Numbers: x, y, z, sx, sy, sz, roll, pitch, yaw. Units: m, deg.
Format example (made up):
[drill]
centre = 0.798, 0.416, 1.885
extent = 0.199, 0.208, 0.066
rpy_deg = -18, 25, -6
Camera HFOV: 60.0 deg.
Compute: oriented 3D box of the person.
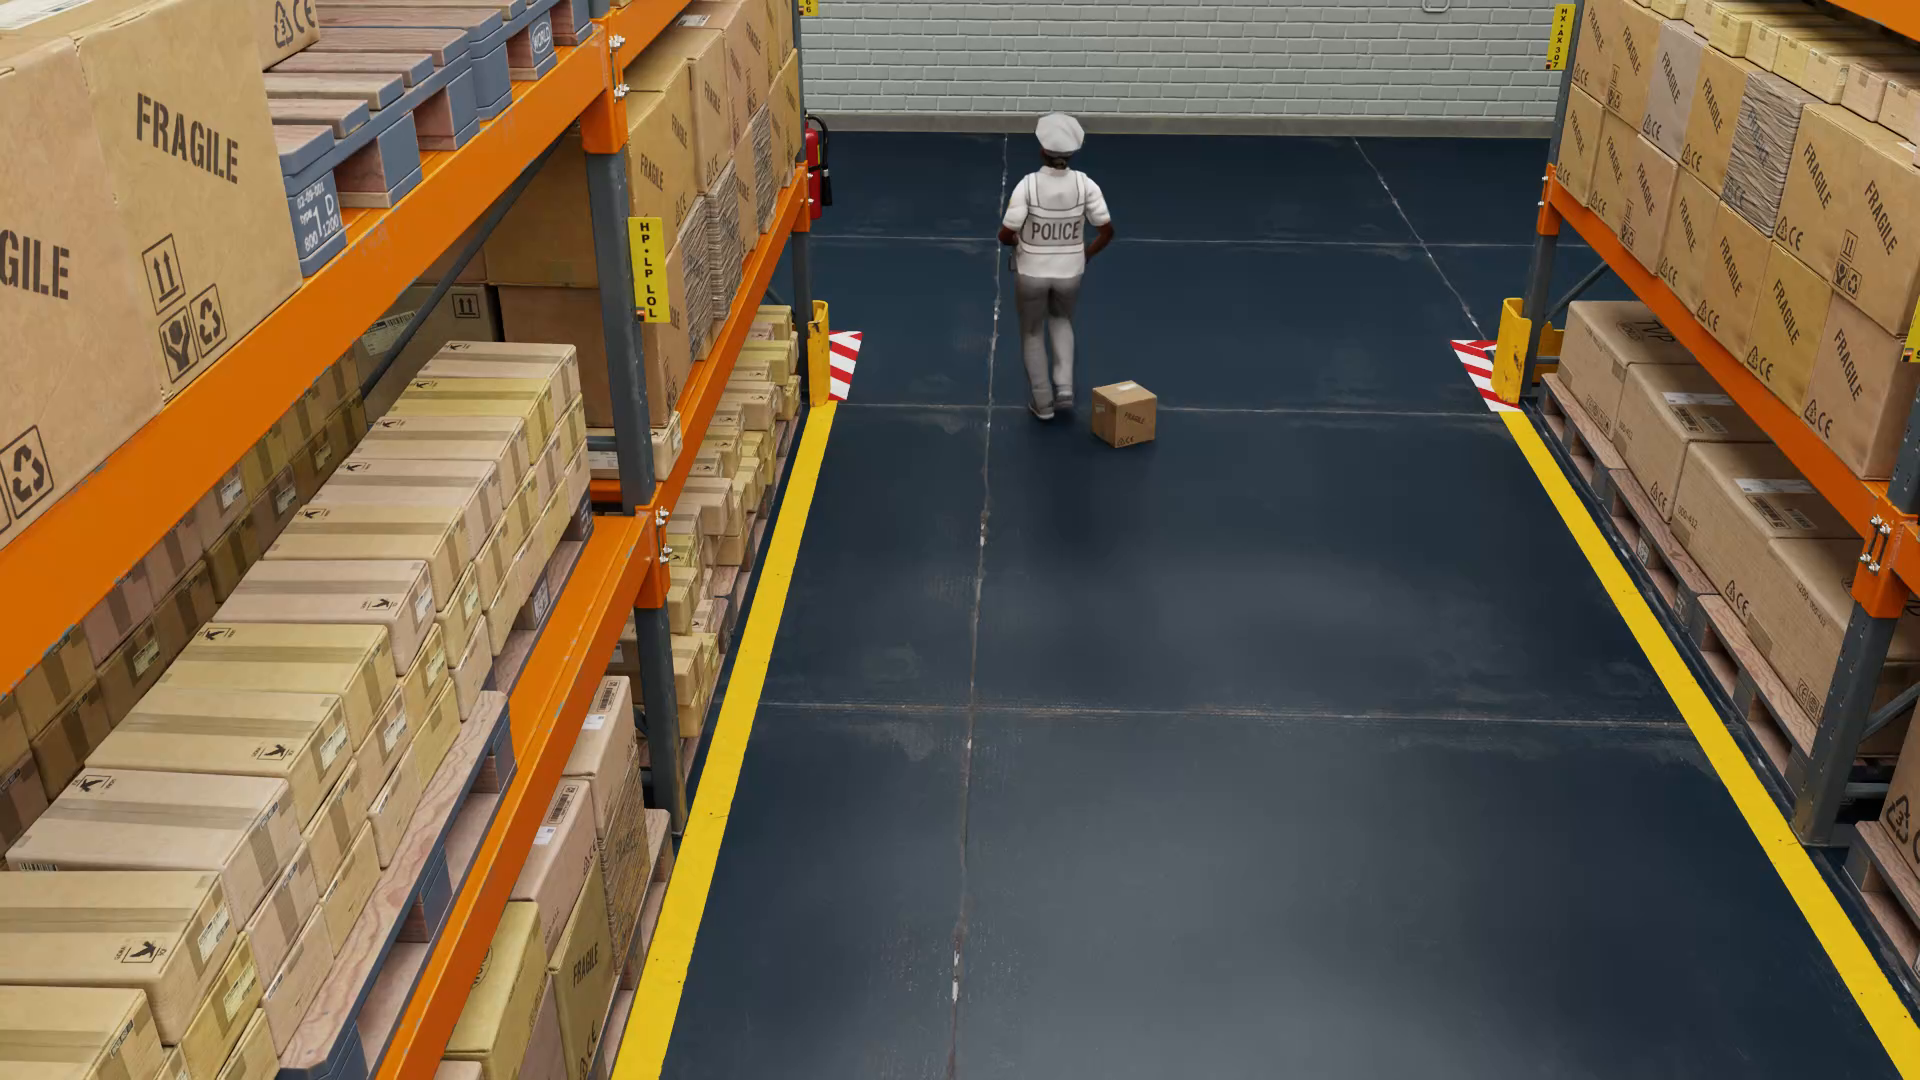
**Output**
[person]
centre = 0.470, -1.430, 8.792
extent = 0.591, 1.680, 0.508
rpy_deg = -5, 29, -10
